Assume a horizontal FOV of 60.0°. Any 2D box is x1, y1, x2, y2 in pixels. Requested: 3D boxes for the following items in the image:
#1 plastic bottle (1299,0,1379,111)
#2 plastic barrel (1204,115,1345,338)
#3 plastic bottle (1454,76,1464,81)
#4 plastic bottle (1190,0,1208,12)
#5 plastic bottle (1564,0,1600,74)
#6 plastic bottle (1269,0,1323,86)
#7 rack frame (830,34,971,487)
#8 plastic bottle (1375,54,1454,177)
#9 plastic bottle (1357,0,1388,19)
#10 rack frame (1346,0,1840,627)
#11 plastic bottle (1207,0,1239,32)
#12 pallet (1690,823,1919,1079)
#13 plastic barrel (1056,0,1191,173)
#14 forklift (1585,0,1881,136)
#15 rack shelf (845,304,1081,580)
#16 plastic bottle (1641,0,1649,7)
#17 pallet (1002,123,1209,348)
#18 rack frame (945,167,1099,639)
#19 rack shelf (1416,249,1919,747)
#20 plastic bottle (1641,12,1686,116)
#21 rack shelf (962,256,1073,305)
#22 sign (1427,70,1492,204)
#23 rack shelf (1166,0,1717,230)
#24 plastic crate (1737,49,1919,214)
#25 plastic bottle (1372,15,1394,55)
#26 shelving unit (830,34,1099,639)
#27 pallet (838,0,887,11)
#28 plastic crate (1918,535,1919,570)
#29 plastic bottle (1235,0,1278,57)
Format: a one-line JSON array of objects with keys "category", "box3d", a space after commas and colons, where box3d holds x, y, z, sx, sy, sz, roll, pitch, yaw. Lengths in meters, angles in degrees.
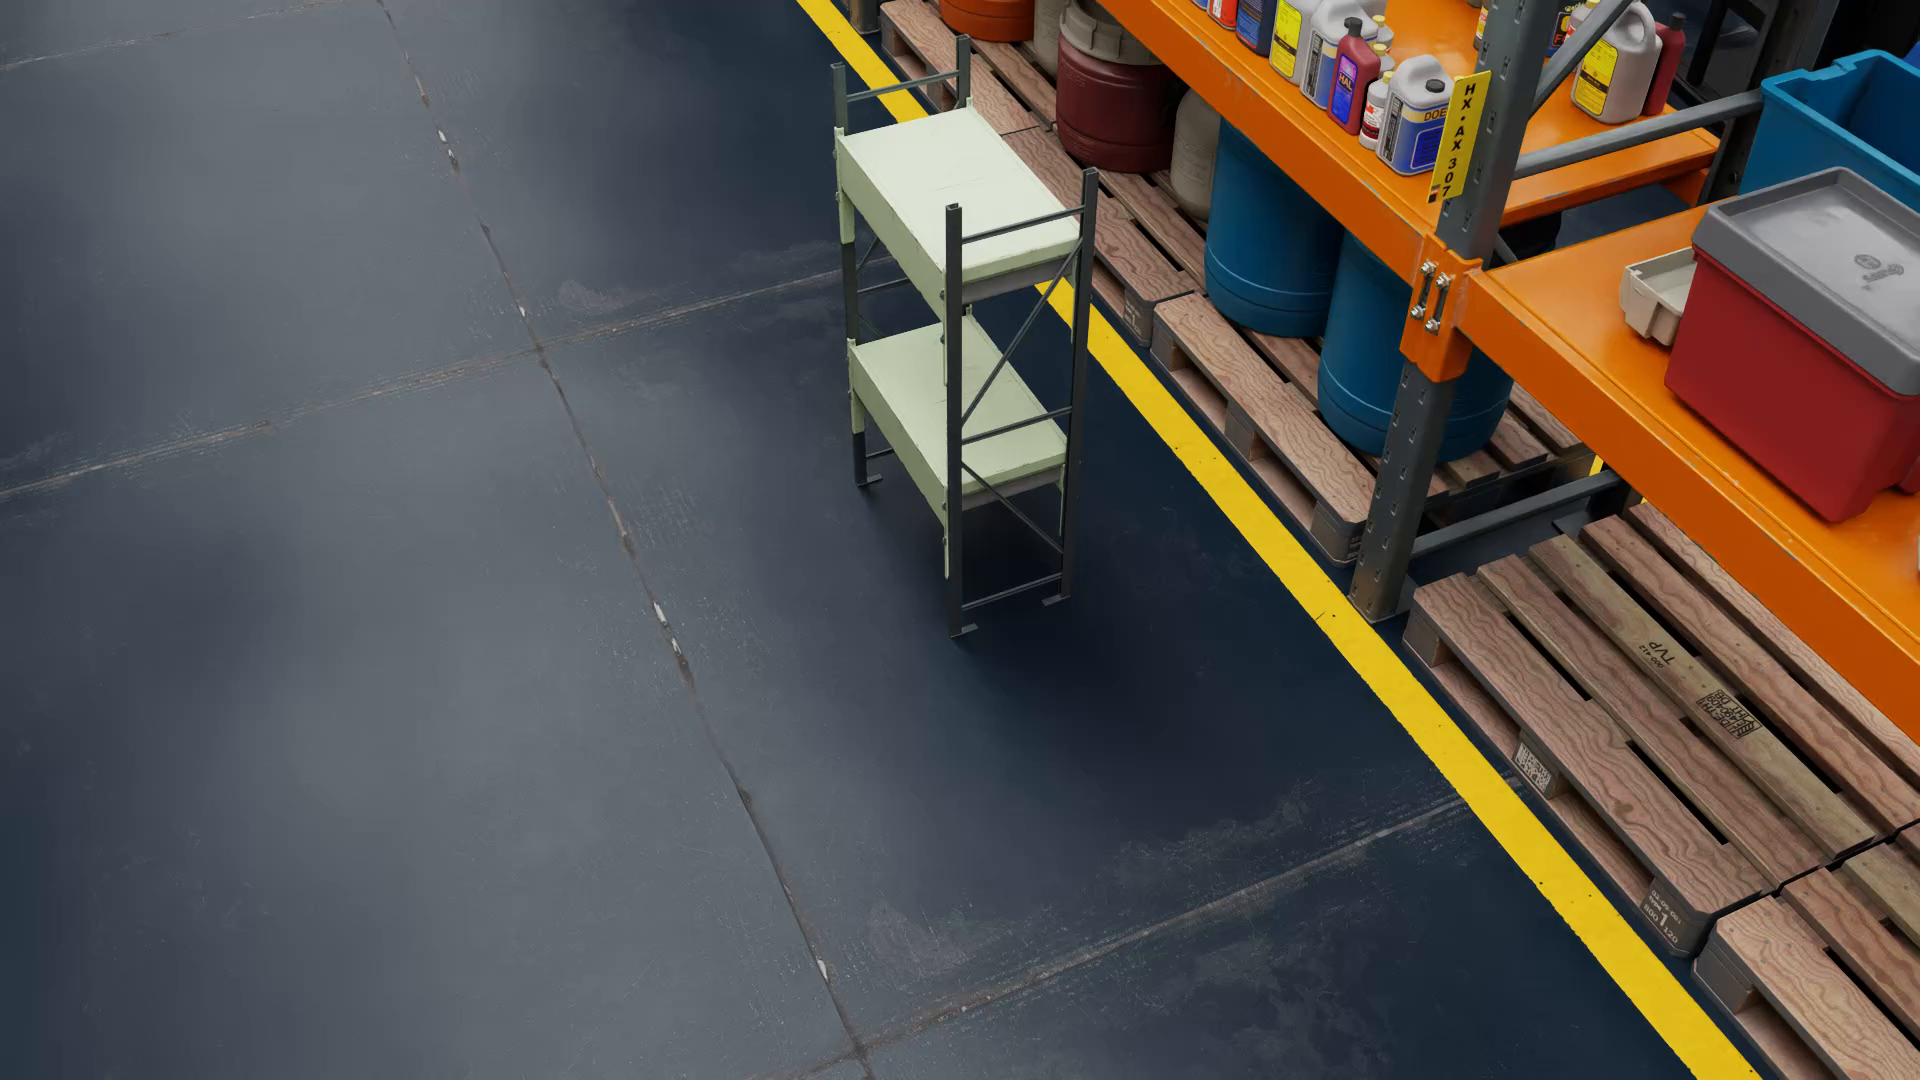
[{"category": "plastic bottle", "box3d": [1.045, -1.339, 4.559, 0.152, 0.276, 0.135, -18, 47, -17]}, {"category": "plastic barrel", "box3d": [1.146, -1.200, 5.525, 0.600, 0.901, 0.708, -18, 47, -17]}, {"category": "plastic bottle", "box3d": [1.304, -1.128, 4.399, 0.097, 0.201, 0.097, 0, 45, 0]}, {"category": "plastic bottle", "box3d": [0.776, -1.746, 4.972, 0.152, 0.276, 0.135, -18, 47, -17]}, {"category": "plastic bottle", "box3d": [1.769, -1.436, 4.712, 0.097, 0.201, 0.097, 0, 45, 0]}, {"category": "plastic bottle", "box3d": [0.974, -1.466, 4.635, 0.144, 0.351, 0.185, -18, 47, -17]}, {"category": "rack frame", "box3d": [-0.157, -0.771, 4.964, 0.400, 1.500, 0.023, -18, 47, -17]}, {"category": "plastic bottle", "box3d": [1.198, -1.106, 4.323, 0.152, 0.276, 0.135, -18, 47, -17]}, {"category": "plastic bottle", "box3d": [1.105, -1.509, 4.678, 0.144, 0.351, 0.185, -18, 47, -17]}, {"category": "rack frame", "box3d": [1.657, -0.994, 4.122, 1.000, 3.000, 0.127, -18, 47, -17]}, {"category": "plastic bottle", "box3d": [0.833, -1.660, 4.885, 0.152, 0.276, 0.135, -18, 47, -17]}, {"category": "pallet", "box3d": [2.519, 1.234, 3.849, 1.003, 0.211, 1.213, -18, 47, -17]}, {"category": "plastic barrel", "box3d": [0.671, -1.808, 6.365, 0.600, 0.588, 0.708, -18, 47, -17]}, {"category": "forklift", "box3d": [3.444, -2.498, 5.695, 1.121, 2.935, 3.031, -10, 46, -10]}, {"category": "rack shelf", "box3d": [-0.003, -0.306, 4.957, 0.431, 0.370, 0.720, -18, 47, -17]}, {"category": "plastic bottle", "box3d": [1.834, -1.398, 4.614, 0.061, 0.283, 0.133, -18, 47, -17]}, {"category": "pallet", "box3d": [0.854, -1.284, 6.401, 1.003, 0.211, 1.213, -18, 47, -17]}, {"category": "rack frame", "box3d": [0.151, -0.305, 4.491, 0.400, 1.500, 0.023, -18, 47, -17]}, {"category": "rack shelf", "box3d": [2.498, 0.536, 3.083, 1.077, 0.370, 4.000, -18, 47, -17]}, {"category": "plastic bottle", "box3d": [1.890, -1.313, 4.528, 0.061, 0.283, 0.133, -18, 47, -17]}, {"category": "rack shelf", "box3d": [-0.003, -0.867, 4.403, 0.332, 0.071, 0.664, -18, 47, -17]}, {"category": "sign", "box3d": [1.157, -0.932, 3.861, 0.100, 0.325, 0.005, -18, 47, -17]}, {"category": "rack shelf", "box3d": [0.816, -2.082, 5.598, 0.919, 0.124, 3.809, -18, 47, -17]}, {"category": "plastic crate", "box3d": [2.163, -0.813, 3.907, 0.392, 0.384, 0.575, -18, 47, -17]}, {"category": "plastic bottle", "box3d": [1.150, -1.361, 4.635, 0.097, 0.201, 0.097, 0, 45, 0]}, {"category": "shelving unit", "box3d": [-0.003, -0.538, 4.728, 0.431, 1.500, 0.755, -18, 47, -17]}, {"category": "pallet", "box3d": [-0.315, -3.056, 8.197, 1.003, 0.211, 1.213, -18, 47, -17]}, {"category": "plastic crate", "box3d": [2.132, 0.054, 3.101, 0.437, 0.282, 0.530, -18, 47, -17]}, {"category": "plastic bottle", "box3d": [0.896, -1.584, 4.755, 0.144, 0.351, 0.185, -18, 47, -17]}]
